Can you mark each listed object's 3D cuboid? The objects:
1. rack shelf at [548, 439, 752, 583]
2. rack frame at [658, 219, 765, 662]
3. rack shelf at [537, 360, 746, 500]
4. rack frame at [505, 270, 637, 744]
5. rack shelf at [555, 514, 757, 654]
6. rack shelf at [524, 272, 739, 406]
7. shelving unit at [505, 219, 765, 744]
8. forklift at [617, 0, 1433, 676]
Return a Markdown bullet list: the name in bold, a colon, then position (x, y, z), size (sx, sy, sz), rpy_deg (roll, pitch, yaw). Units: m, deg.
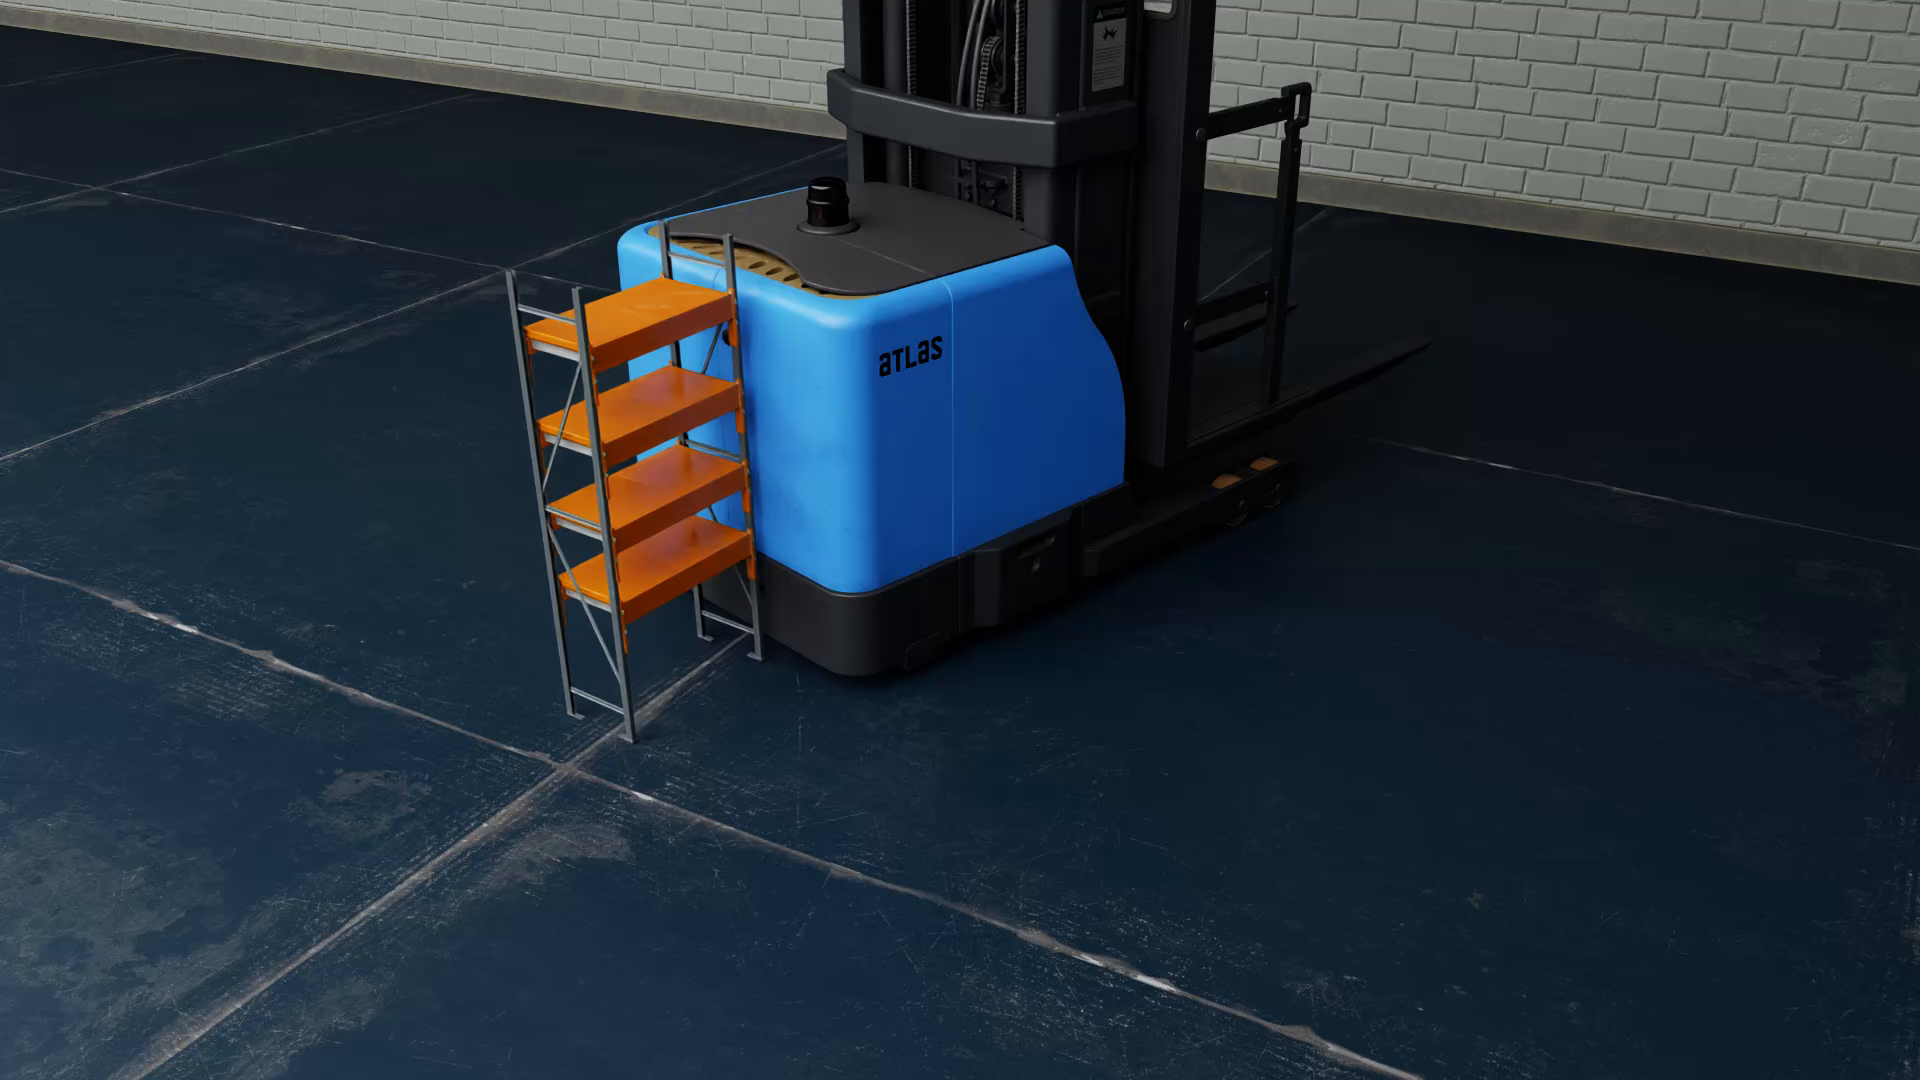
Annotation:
- **rack shelf**: position (-0.786, -0.082, 4.215), size (0.258, 0.148, 0.480), rpy_deg (17, 32, 32)
- **rack frame**: position (-0.645, -0.234, 4.361), size (0.240, 1.200, 0.015), rpy_deg (17, 32, 32)
- **rack shelf**: position (-0.789, -0.282, 4.114), size (0.258, 0.148, 0.480), rpy_deg (17, 32, 32)
- **rack frame**: position (-0.929, -0.051, 4.009), size (0.240, 1.200, 0.015), rpy_deg (17, 32, 32)
- **rack shelf**: position (-0.784, 0.095, 4.305), size (0.258, 0.148, 0.480), rpy_deg (17, 32, 32)
- **rack shelf**: position (-0.792, -0.492, 4.007), size (0.258, 0.148, 0.480), rpy_deg (17, 32, 32)
- **shelving unit**: position (-0.787, -0.142, 4.185), size (0.258, 1.200, 0.503), rpy_deg (17, 32, 32)
- **forklift**: position (0.455, -1.505, 4.983), size (3.031, 2.935, 1.130), rpy_deg (-23, 35, -38)
